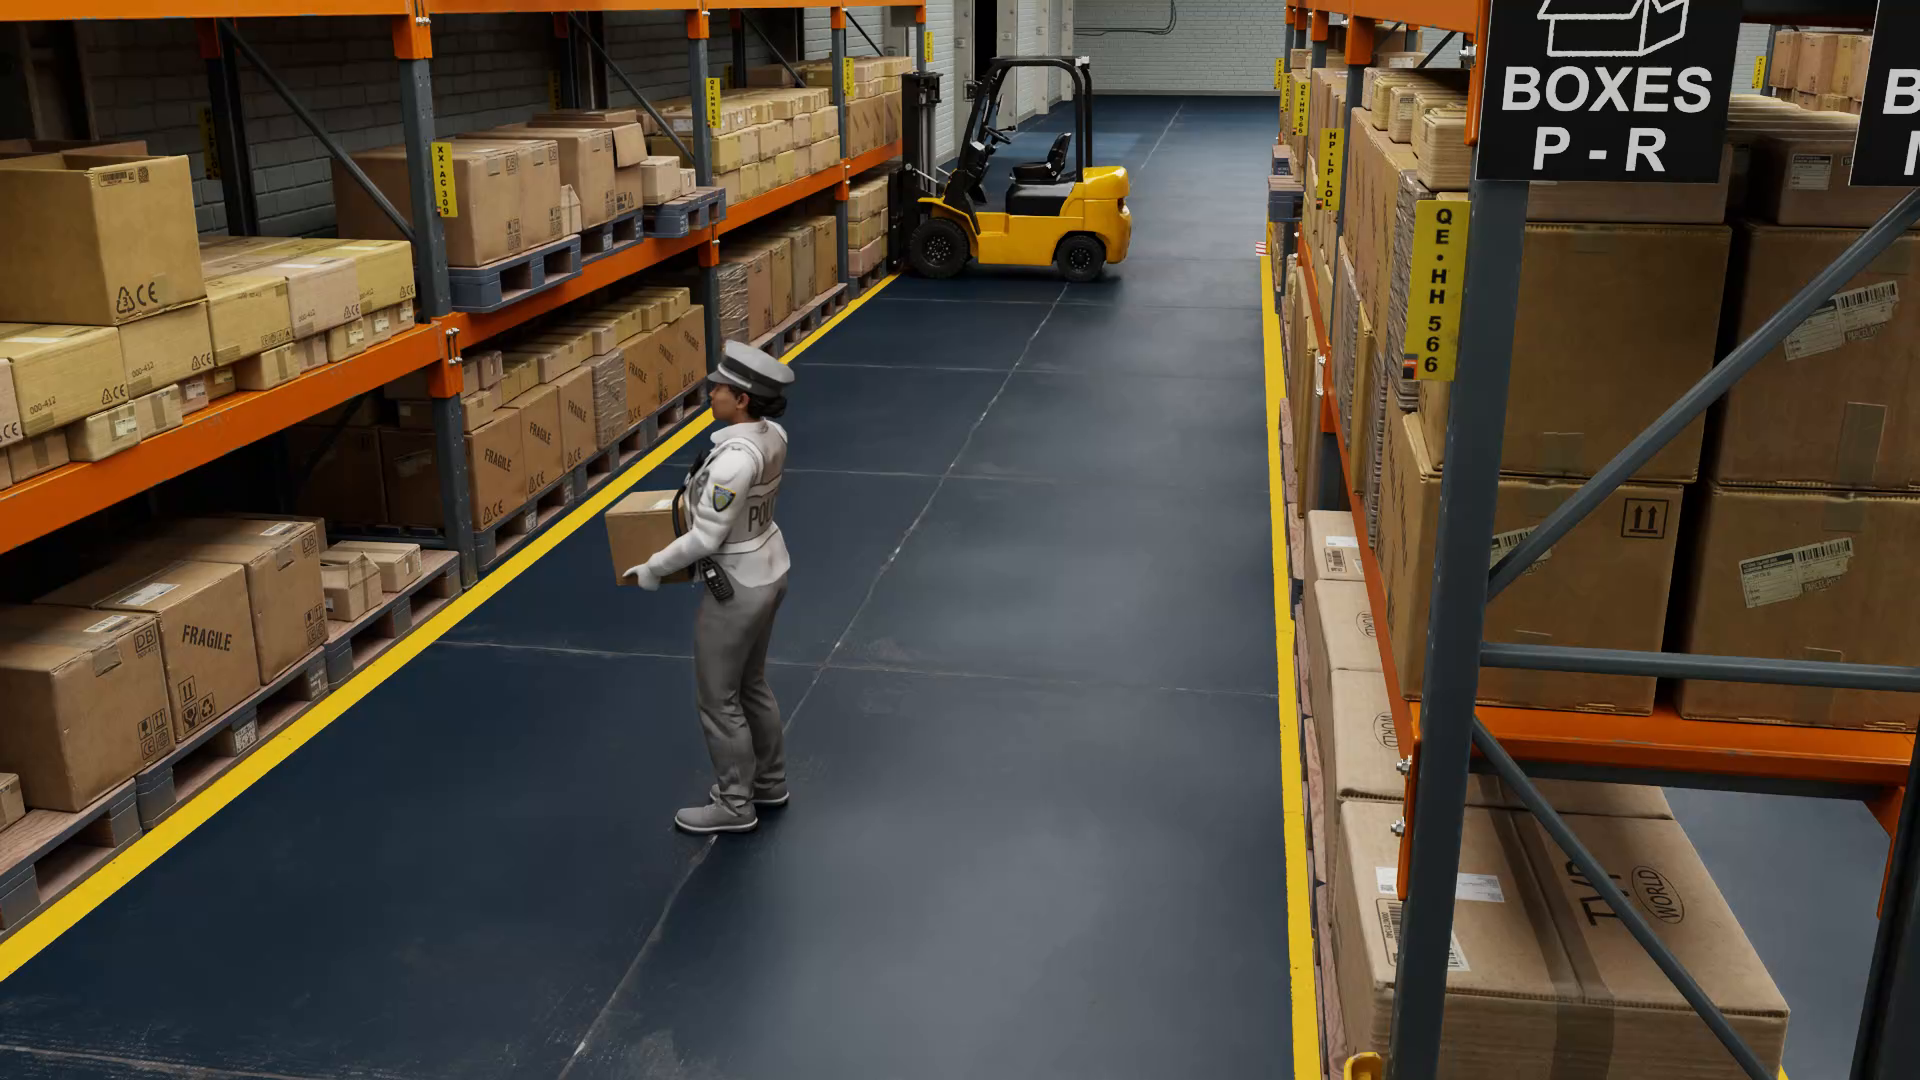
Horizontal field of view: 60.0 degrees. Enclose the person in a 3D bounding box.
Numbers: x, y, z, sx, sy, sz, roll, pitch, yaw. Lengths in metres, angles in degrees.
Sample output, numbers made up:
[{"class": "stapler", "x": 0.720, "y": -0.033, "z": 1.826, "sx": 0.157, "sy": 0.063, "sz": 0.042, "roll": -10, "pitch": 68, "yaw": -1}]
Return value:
[{"class": "person", "x": -0.801, "y": 0.158, "z": 5.530, "sx": 0.563, "sy": 1.686, "sz": 0.459, "roll": 3, "pitch": 18, "yaw": 9}]
